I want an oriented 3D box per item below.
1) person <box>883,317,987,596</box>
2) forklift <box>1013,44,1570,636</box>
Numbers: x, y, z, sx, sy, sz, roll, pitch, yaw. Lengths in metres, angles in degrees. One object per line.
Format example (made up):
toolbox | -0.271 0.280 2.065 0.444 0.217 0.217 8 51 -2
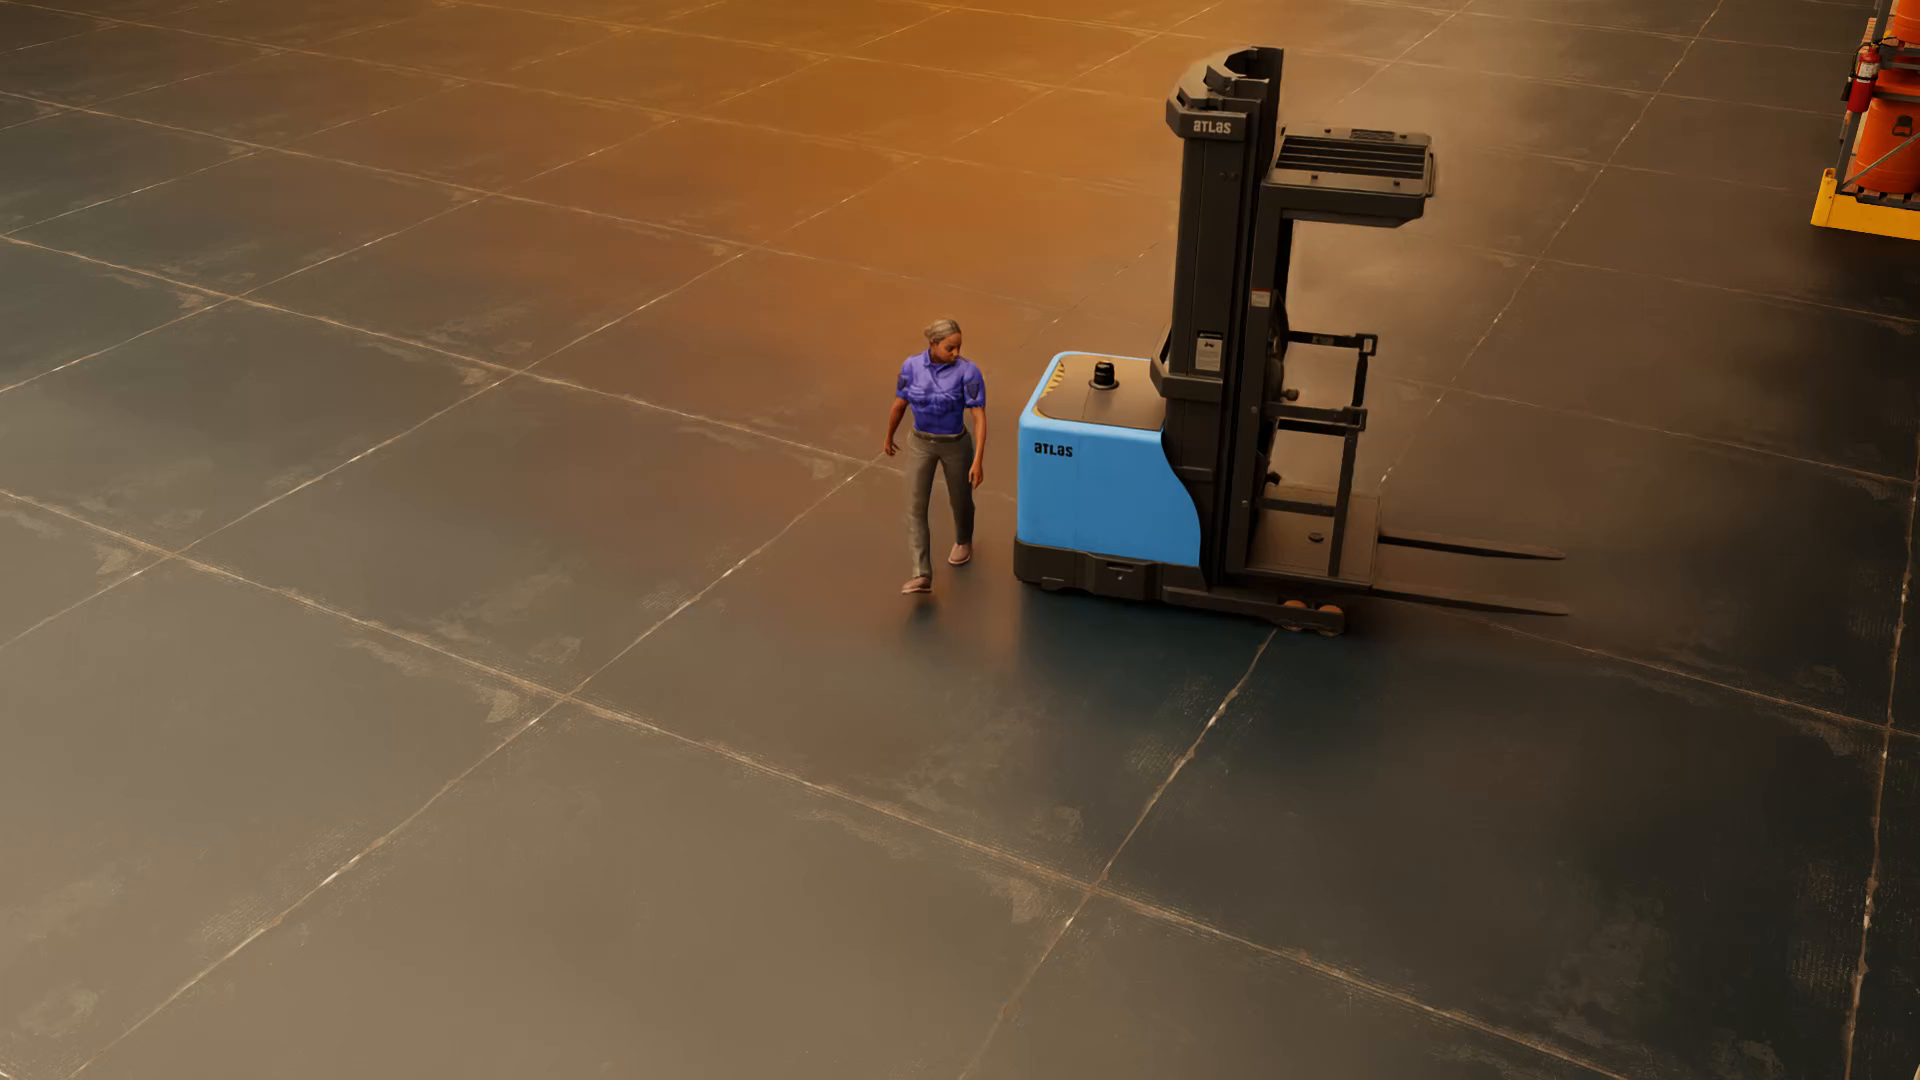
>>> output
person | -0.156 -0.467 9.214 0.620 1.607 0.906 4 30 7
forklift | 1.882 -1.039 8.871 3.031 2.935 1.130 8 31 13
